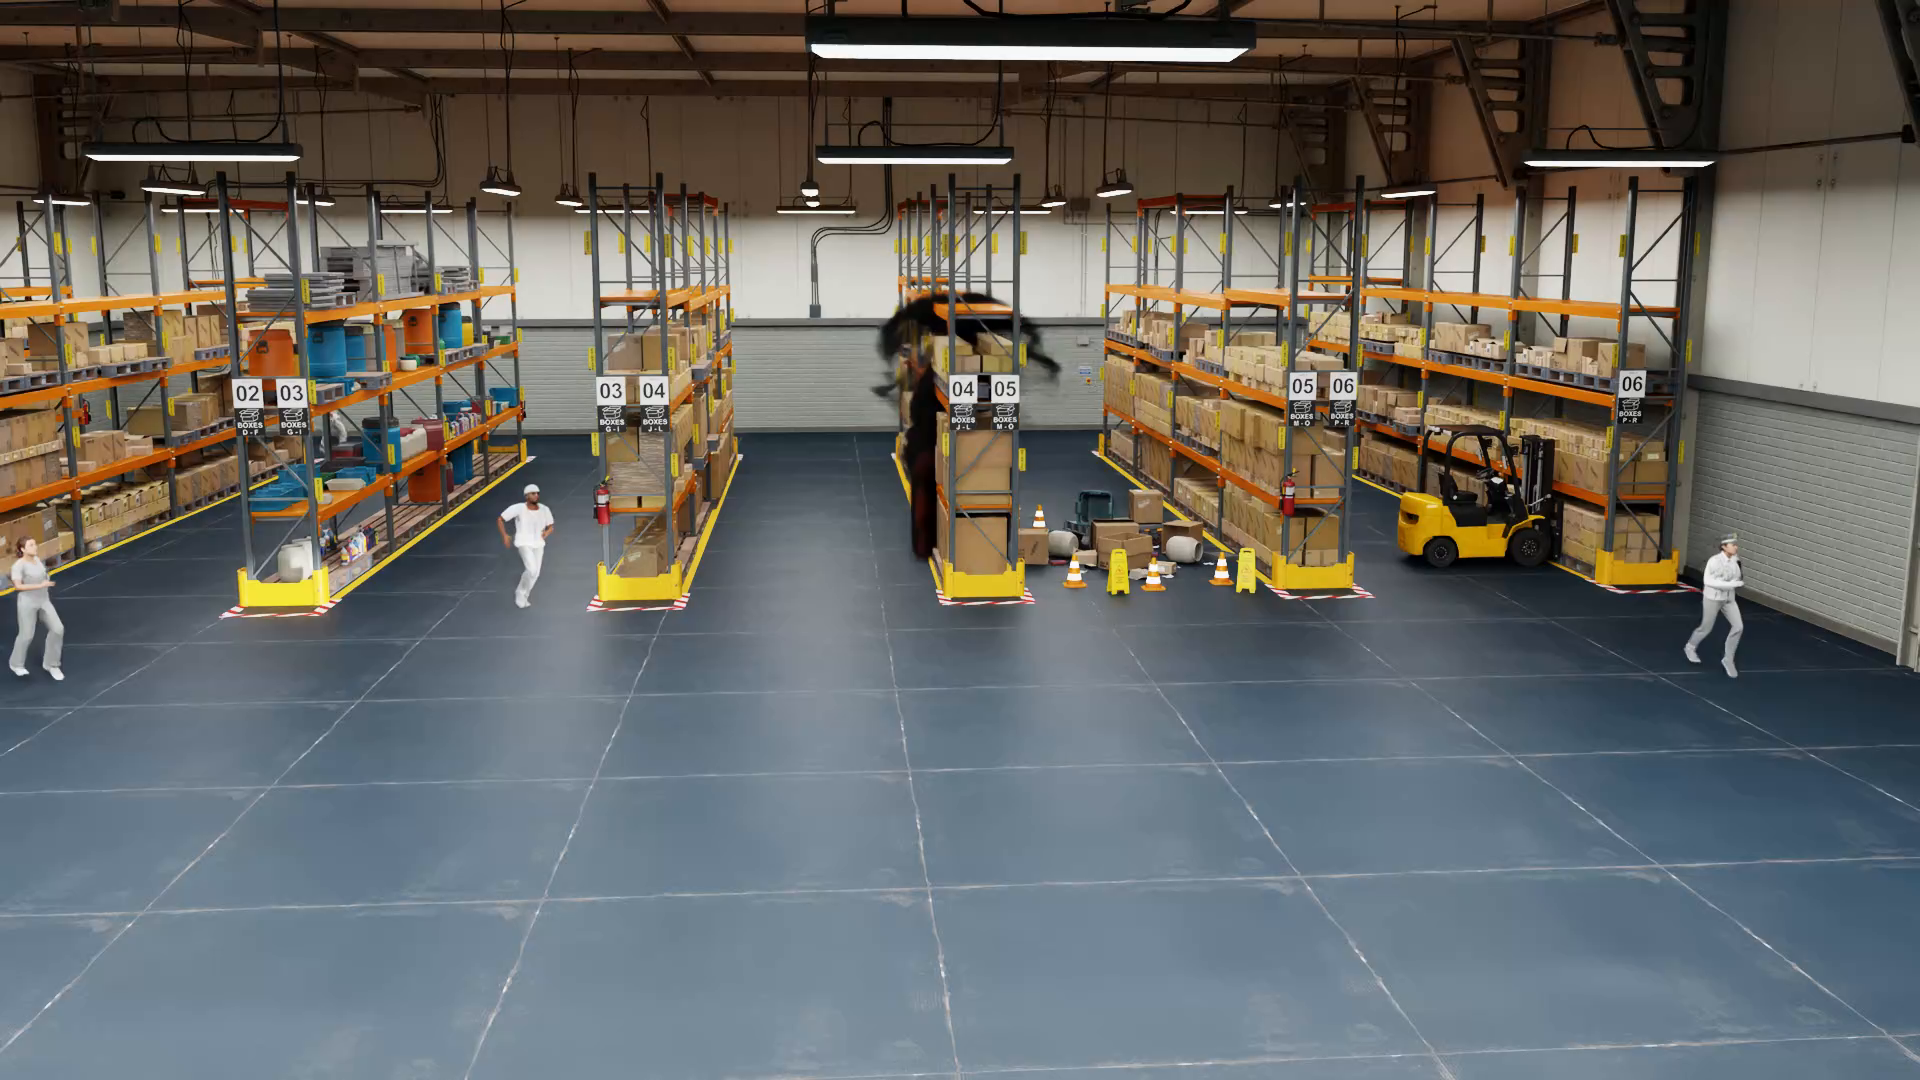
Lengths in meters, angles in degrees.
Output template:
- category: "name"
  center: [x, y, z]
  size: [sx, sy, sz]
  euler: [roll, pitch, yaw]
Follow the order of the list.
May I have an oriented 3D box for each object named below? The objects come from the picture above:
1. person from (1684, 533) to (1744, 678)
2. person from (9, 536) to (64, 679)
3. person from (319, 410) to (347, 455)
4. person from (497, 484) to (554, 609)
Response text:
- category: "person"
  center: [8.991, 0.733, 19.755]
  size: [0.638, 1.729, 0.817]
  euler: [-4, 11, -22]
- category: "person"
  center: [-10.802, 0.804, 19.351]
  size: [0.757, 1.736, 0.542]
  euler: [3, 10, 17]
- category: "person"
  center: [-15.016, -2.848, 39.706]
  size: [0.933, 1.763, 0.719]
  euler: [2, 10, 14]
- category: "person"
  center: [-5.992, 0.082, 23.238]
  size: [0.615, 1.720, 0.711]
  euler: [9, 14, 43]
